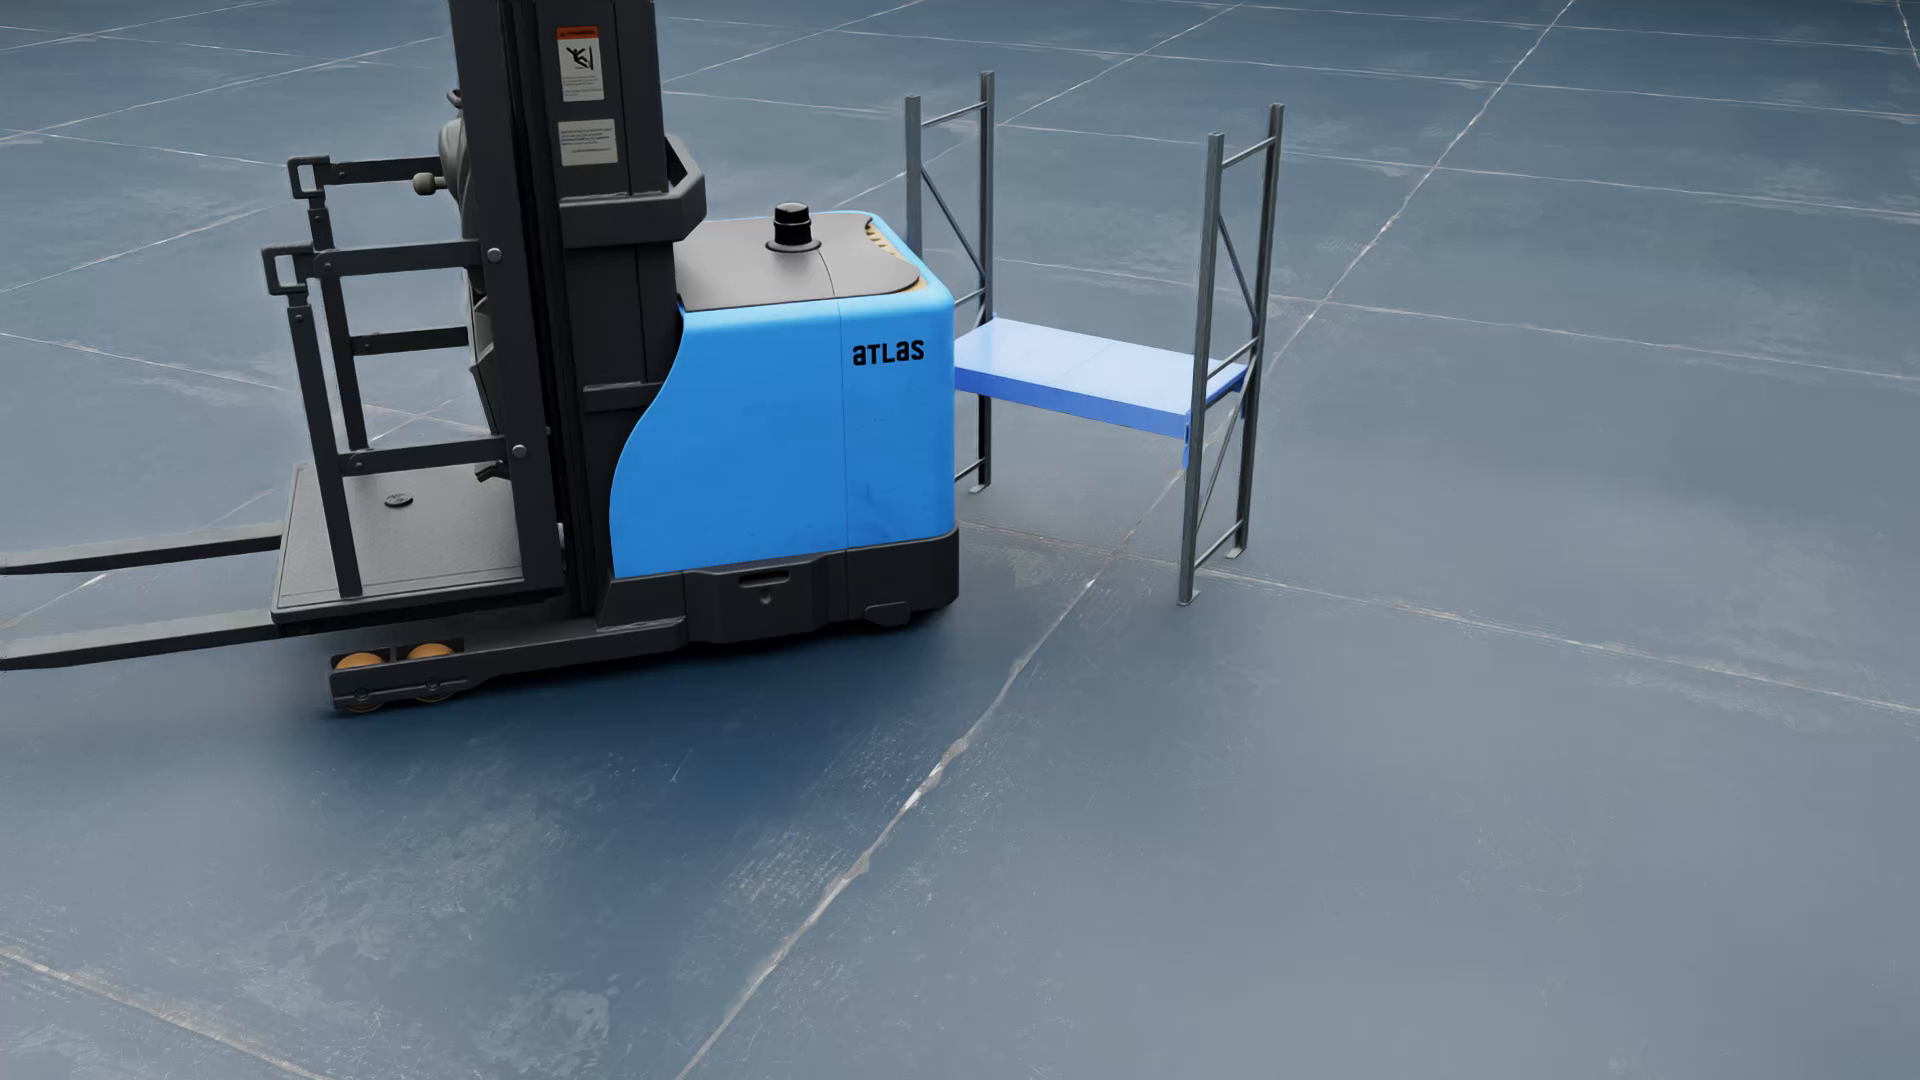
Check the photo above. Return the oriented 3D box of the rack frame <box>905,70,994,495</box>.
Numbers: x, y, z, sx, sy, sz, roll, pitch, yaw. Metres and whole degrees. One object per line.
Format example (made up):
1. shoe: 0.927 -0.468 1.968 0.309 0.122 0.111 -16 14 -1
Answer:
1. rack frame: -0.028 -0.790 5.656 0.032 1.500 0.500 15 30 28

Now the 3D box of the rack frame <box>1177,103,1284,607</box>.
1. rack frame: 0.840 -0.556 5.182 0.032 1.500 0.500 15 30 28

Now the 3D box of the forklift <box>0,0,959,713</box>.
1. forklift: -1.579 -1.083 4.631 3.031 2.935 1.130 -7 27 -15

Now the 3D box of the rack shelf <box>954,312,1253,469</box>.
1. rack shelf: 0.406 -0.512 5.498 1.000 0.185 0.538 15 30 28

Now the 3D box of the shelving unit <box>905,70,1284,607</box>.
1. shelving unit: 0.406 -0.673 5.419 1.048 1.500 0.538 15 30 28
